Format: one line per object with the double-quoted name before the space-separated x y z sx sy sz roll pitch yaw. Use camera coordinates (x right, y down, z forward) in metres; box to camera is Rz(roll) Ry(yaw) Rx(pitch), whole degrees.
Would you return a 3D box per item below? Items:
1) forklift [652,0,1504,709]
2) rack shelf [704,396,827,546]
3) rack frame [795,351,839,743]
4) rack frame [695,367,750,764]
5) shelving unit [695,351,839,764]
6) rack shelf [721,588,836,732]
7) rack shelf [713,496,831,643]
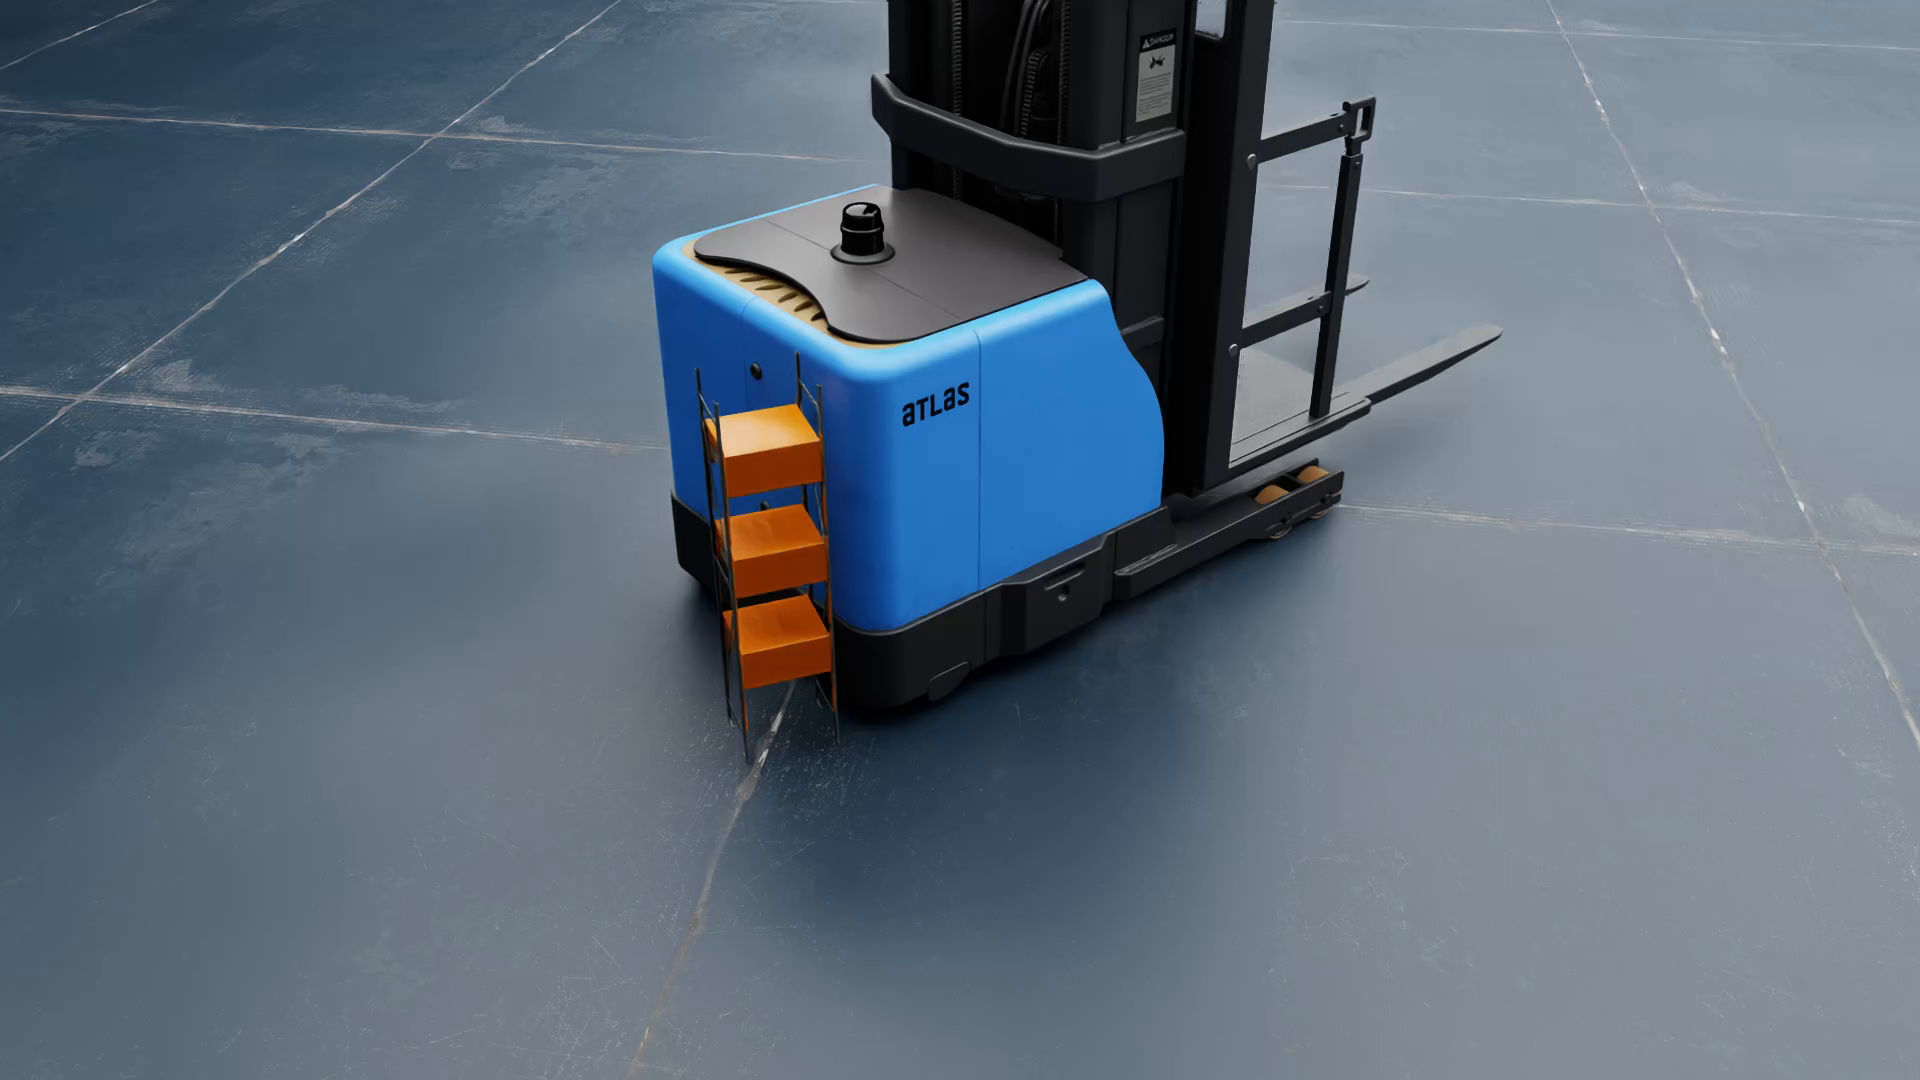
"forklift" 0.603 -1.439 4.786 3.031 2.935 1.130 -24 39 -33
"rack shelf" -0.472 -0.168 4.014 0.240 0.259 0.215 -12 34 -18
"rack frame" -0.358 0.041 4.196 0.008 1.050 0.200 -12 34 -18
"rack frame" -0.586 0.087 4.122 0.008 1.050 0.200 -12 34 -18
"shelving unit" -0.472 0.064 4.159 0.252 1.050 0.215 -12 34 -18
"rack shelf" -0.472 0.308 4.312 0.240 0.259 0.215 -12 34 -18
"rack shelf" -0.472 0.073 4.164 0.240 0.259 0.215 -12 34 -18
